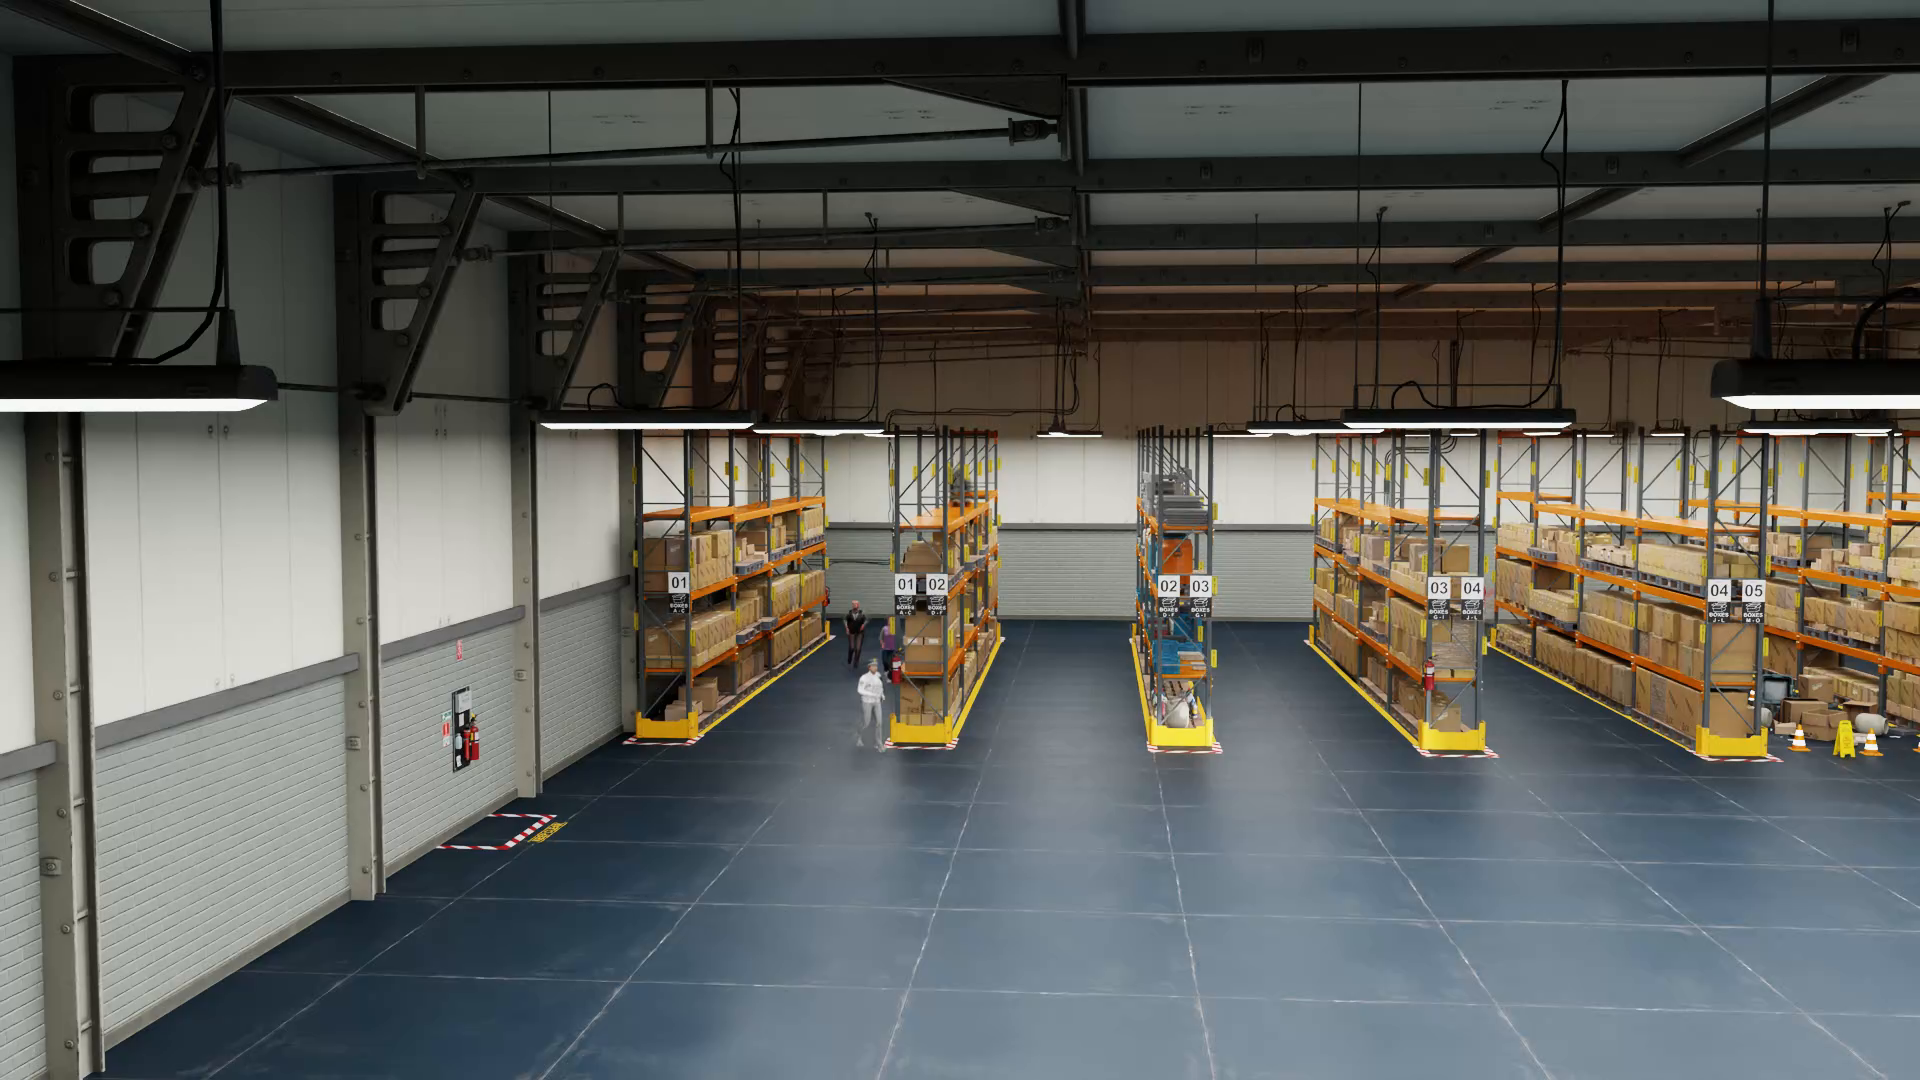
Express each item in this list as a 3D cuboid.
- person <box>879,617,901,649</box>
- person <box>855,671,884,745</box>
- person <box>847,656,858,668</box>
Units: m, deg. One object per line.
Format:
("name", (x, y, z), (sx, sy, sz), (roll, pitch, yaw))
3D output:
("person", (-1.663, 2.213, 39.151), (0.517, 0.801, 0.432), (0, 3, 0))
("person", (-1.667, 3.096, 30.748), (0.632, 1.373, 0.654), (-3, 4, -38))
("person", (-2.709, 3.011, 42.007), (0.282, 0.394, 0.417), (0, 3, -2))
